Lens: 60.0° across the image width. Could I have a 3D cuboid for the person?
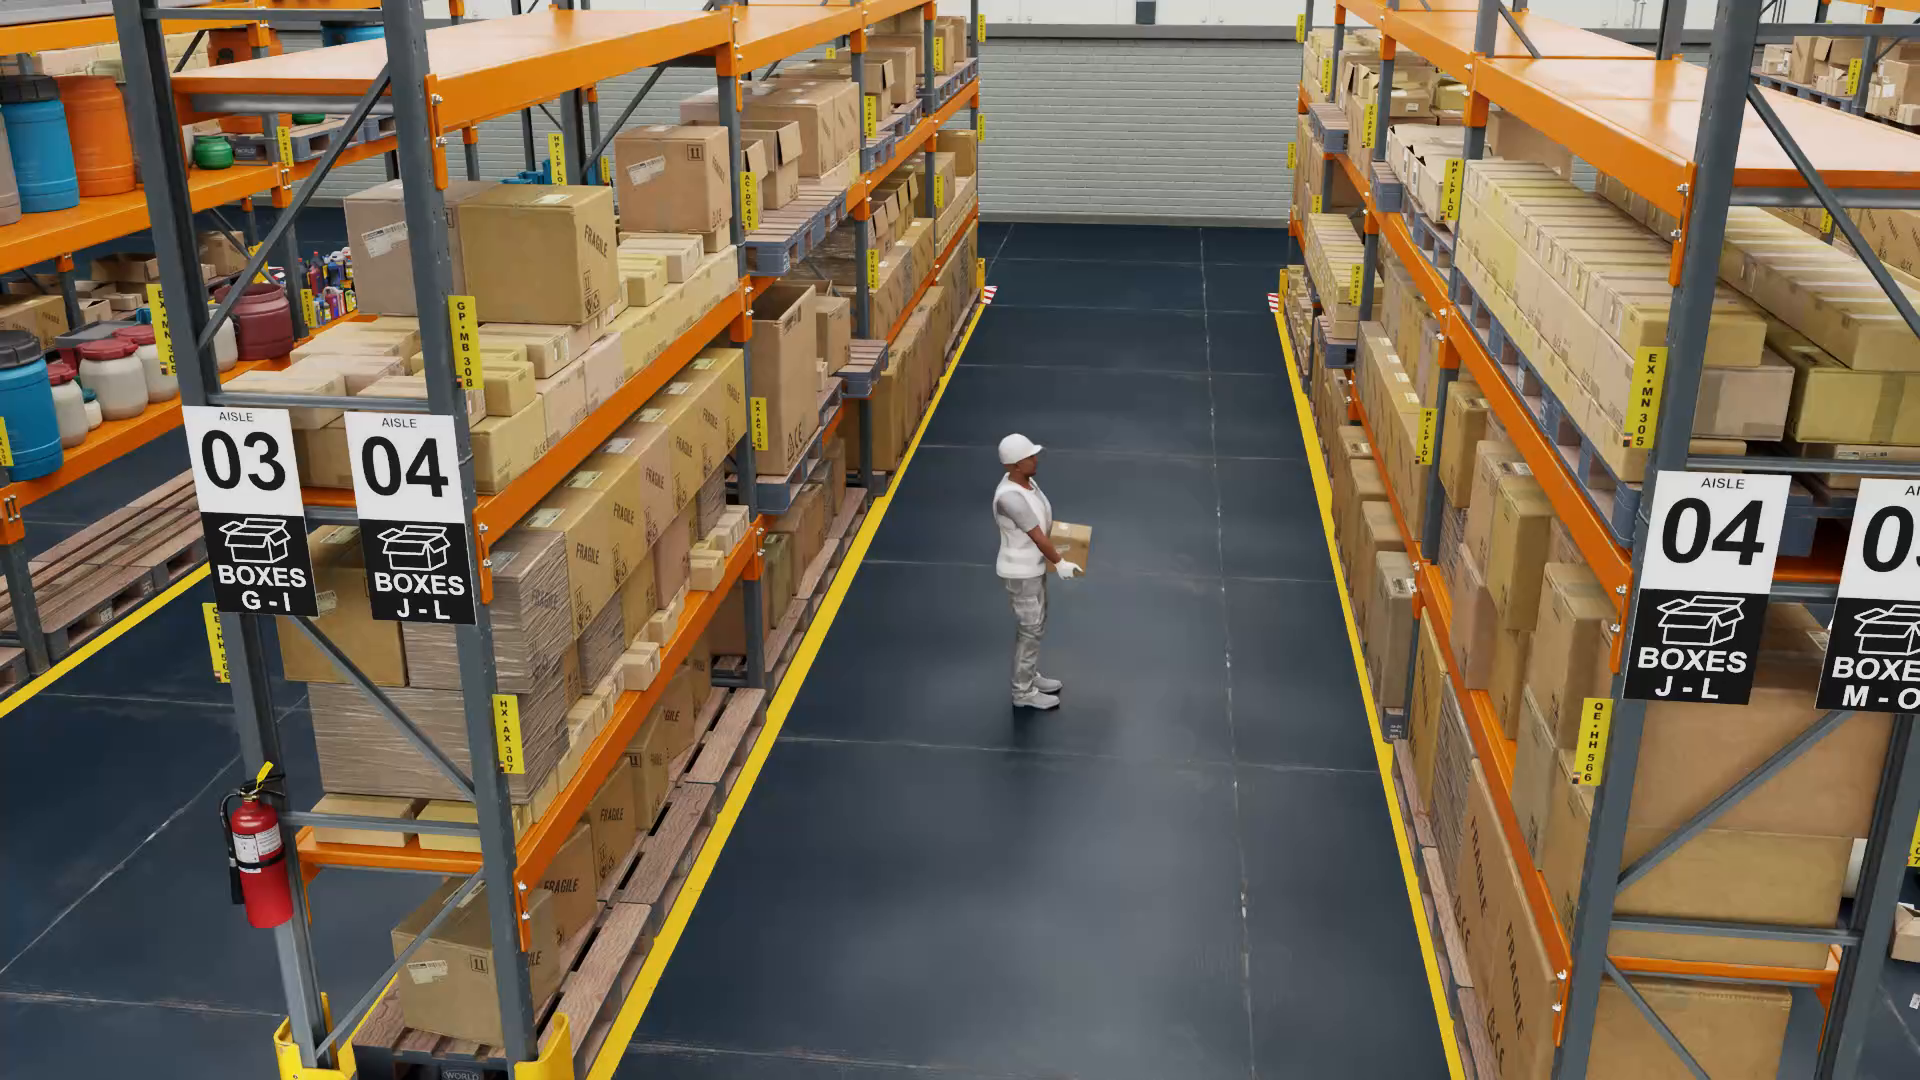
[{"bbox_3d":[0.504,0.191,10.564,0.575,1.777,0.487,3,21,7],"label":"person"}]
